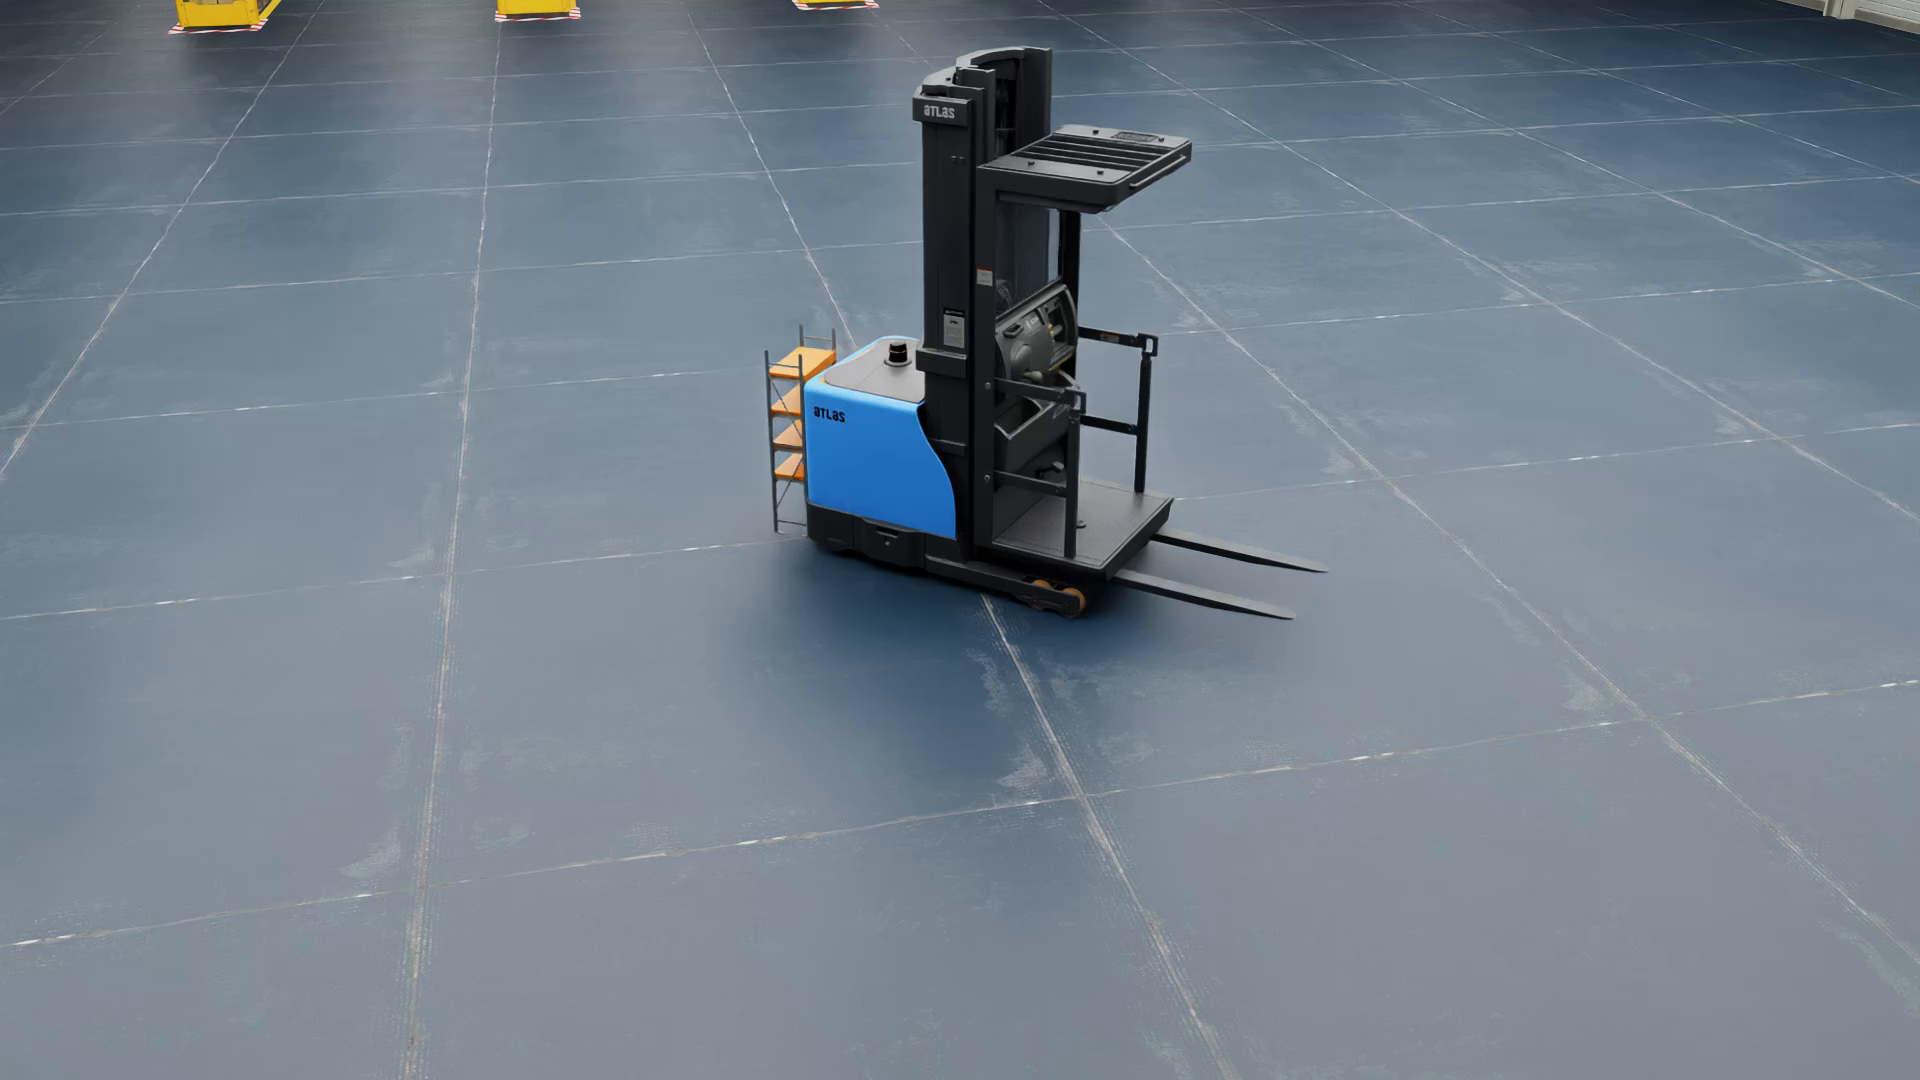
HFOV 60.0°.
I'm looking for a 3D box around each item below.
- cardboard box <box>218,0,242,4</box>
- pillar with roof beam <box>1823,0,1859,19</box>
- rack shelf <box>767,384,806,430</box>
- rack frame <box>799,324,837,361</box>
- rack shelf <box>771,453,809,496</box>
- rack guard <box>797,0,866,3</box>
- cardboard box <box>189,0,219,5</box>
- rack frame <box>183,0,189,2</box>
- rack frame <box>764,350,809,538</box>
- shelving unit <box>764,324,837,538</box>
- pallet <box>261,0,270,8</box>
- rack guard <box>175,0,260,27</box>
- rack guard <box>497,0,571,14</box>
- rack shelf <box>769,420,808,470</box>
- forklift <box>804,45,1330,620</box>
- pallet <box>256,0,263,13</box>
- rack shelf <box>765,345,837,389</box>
[{"bbox_3d":[-11.749,-8.830,27.001,0.500,0.250,0.500,-6,27,-12],"label":"cardboard box"},{"bbox_3d":[10.177,-12.133,24.301,9.100,9.000,0.400,-6,27,-12],"label":"pillar with roof beam"},{"bbox_3d":[-0.957,-0.811,10.178,0.258,0.148,0.480,9,28,18],"label":"rack shelf"},{"bbox_3d":[-0.875,-0.775,10.453,0.240,1.200,0.015,9,28,18],"label":"rack frame"},{"bbox_3d":[-0.957,-0.434,10.368,0.258,0.148,0.480,9,28,18],"label":"rack shelf"},{"bbox_3d":[-2.210,-9.534,28.584,1.175,0.500,0.348,-6,27,-12],"label":"rack guard"},{"bbox_3d":[-12.254,-8.778,26.897,0.500,0.250,0.500,-6,27,-12],"label":"cardboard box"},{"bbox_3d":[-11.845,-9.612,25.965,1.000,3.000,0.127,-6,27,-12],"label":"rack frame"},{"bbox_3d":[-1.039,-0.568,10.043,0.240,1.200,0.015,9,28,18],"label":"rack frame"},{"bbox_3d":[-0.957,-0.671,10.248,0.258,1.200,0.503,9,28,18],"label":"shelving unit"},{"bbox_3d":[-12.329,-9.233,28.309,1.003,0.211,1.213,-6,27,-12],"label":"pallet"},{"bbox_3d":[-11.839,-8.486,26.508,1.175,0.500,0.348,-6,27,-12],"label":"rack guard"},{"bbox_3d":[-7.081,-9.026,27.578,1.175,0.500,0.348,-6,27,-12],"label":"rack guard"},{"bbox_3d":[-0.957,-0.611,10.279,0.258,0.148,0.480,9,28,18],"label":"rack shelf"},{"bbox_3d":[0.614,-1.144,9.263,3.031,2.935,1.130,14,30,25],"label":"forklift"},{"bbox_3d":[-12.058,-8.699,27.250,1.003,0.211,1.213,-6,27,-12],"label":"pallet"},{"bbox_3d":[-0.957,-1.022,10.071,0.258,0.148,0.480,9,28,18],"label":"rack shelf"}]
